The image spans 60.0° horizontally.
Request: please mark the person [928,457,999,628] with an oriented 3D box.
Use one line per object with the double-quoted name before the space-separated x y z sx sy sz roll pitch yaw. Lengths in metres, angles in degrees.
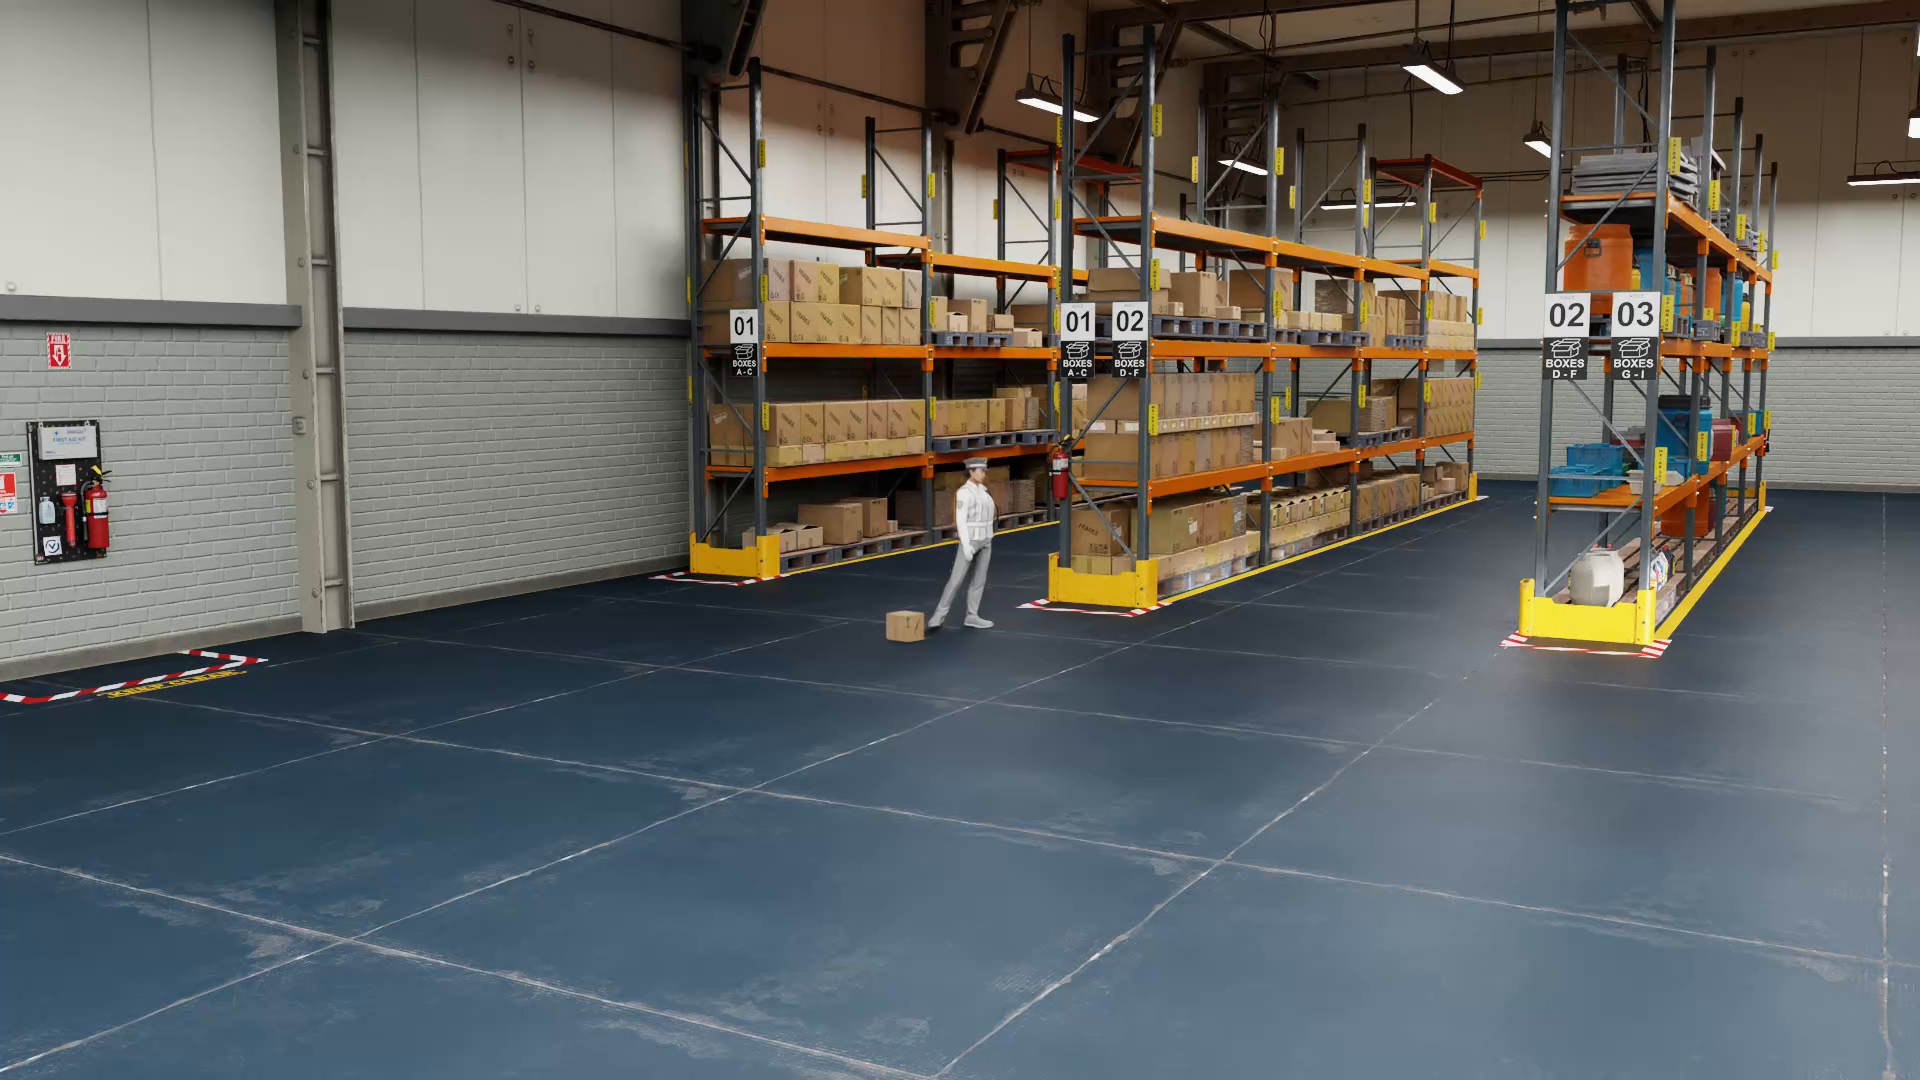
"person" 0.017 0.033 16.014 0.483 1.669 0.670 5 8 37
